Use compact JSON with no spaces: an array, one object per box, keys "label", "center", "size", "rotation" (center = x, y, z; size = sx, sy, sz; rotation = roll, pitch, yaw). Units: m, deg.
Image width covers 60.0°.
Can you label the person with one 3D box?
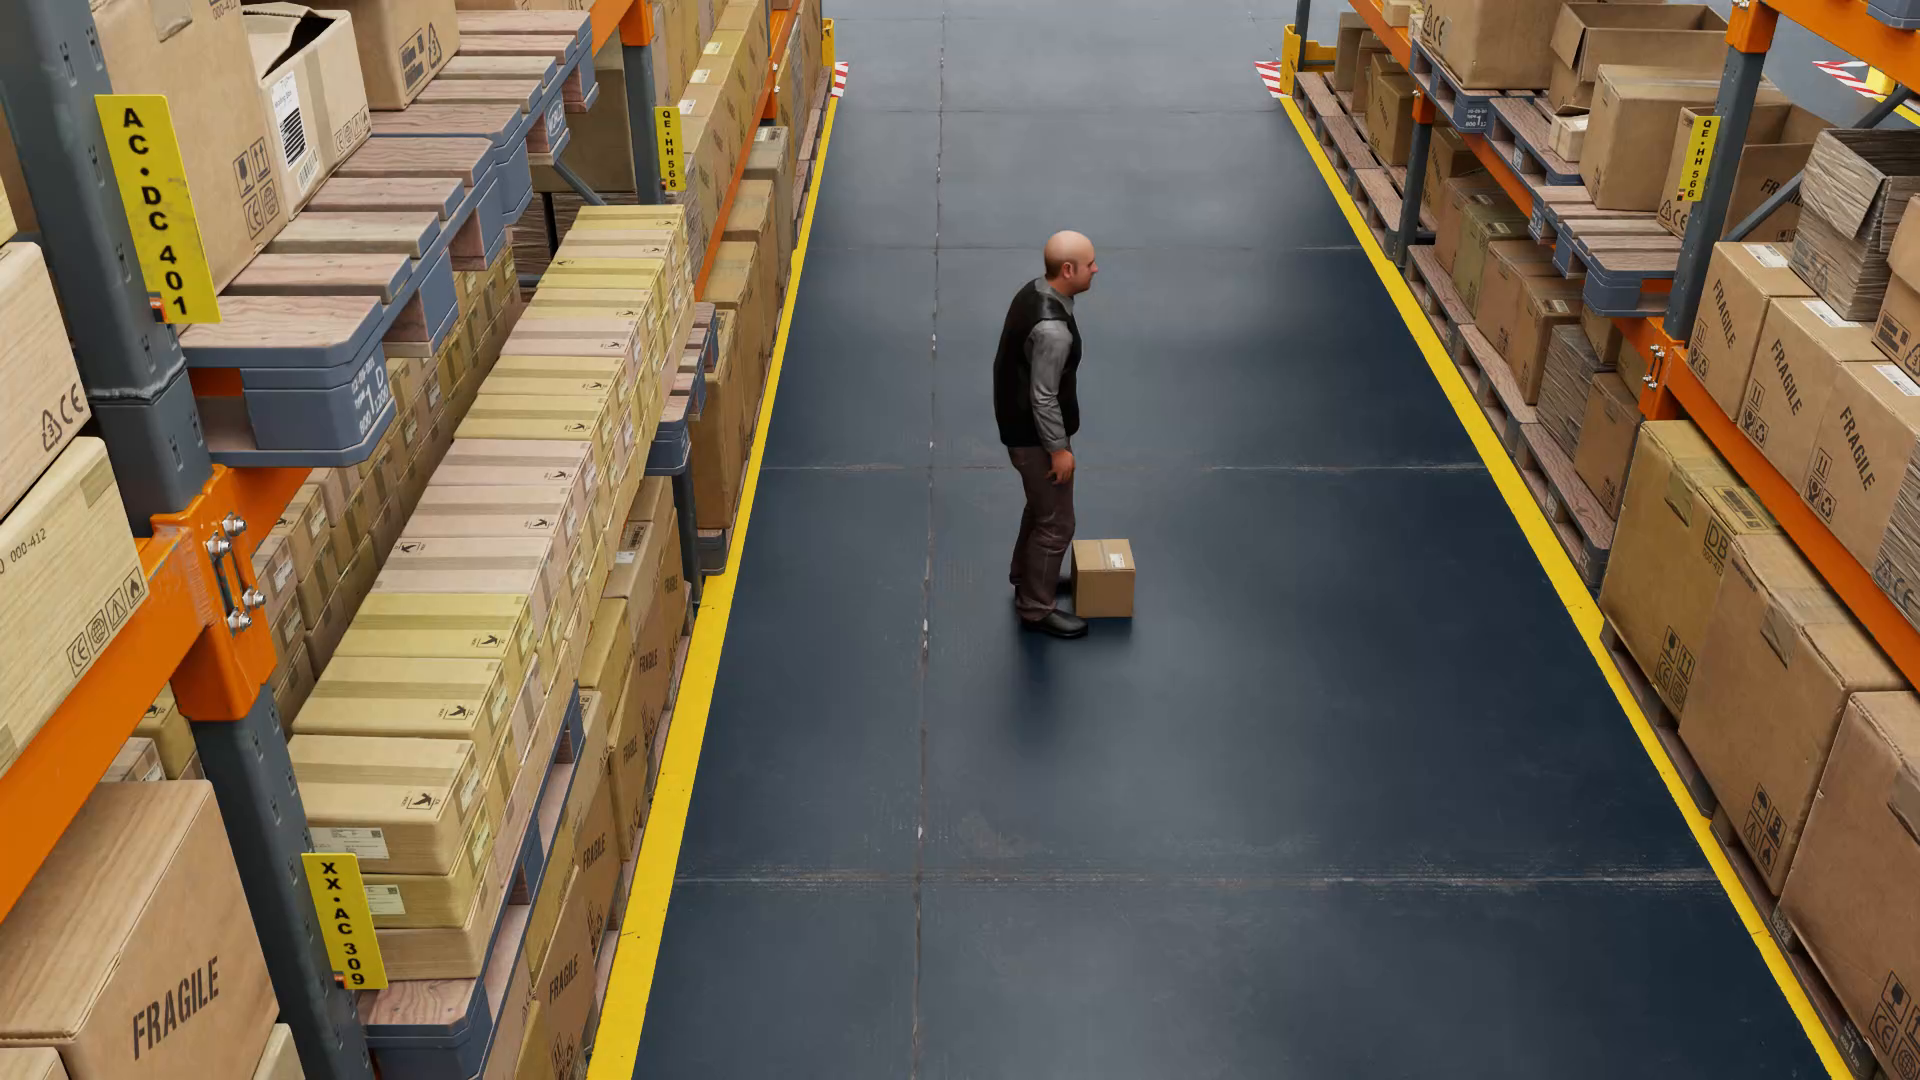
[{"label":"person","center":[0.344,-0.453,6.901],"size":[0.415,1.721,0.580],"rotation":[0,31,0]}]
